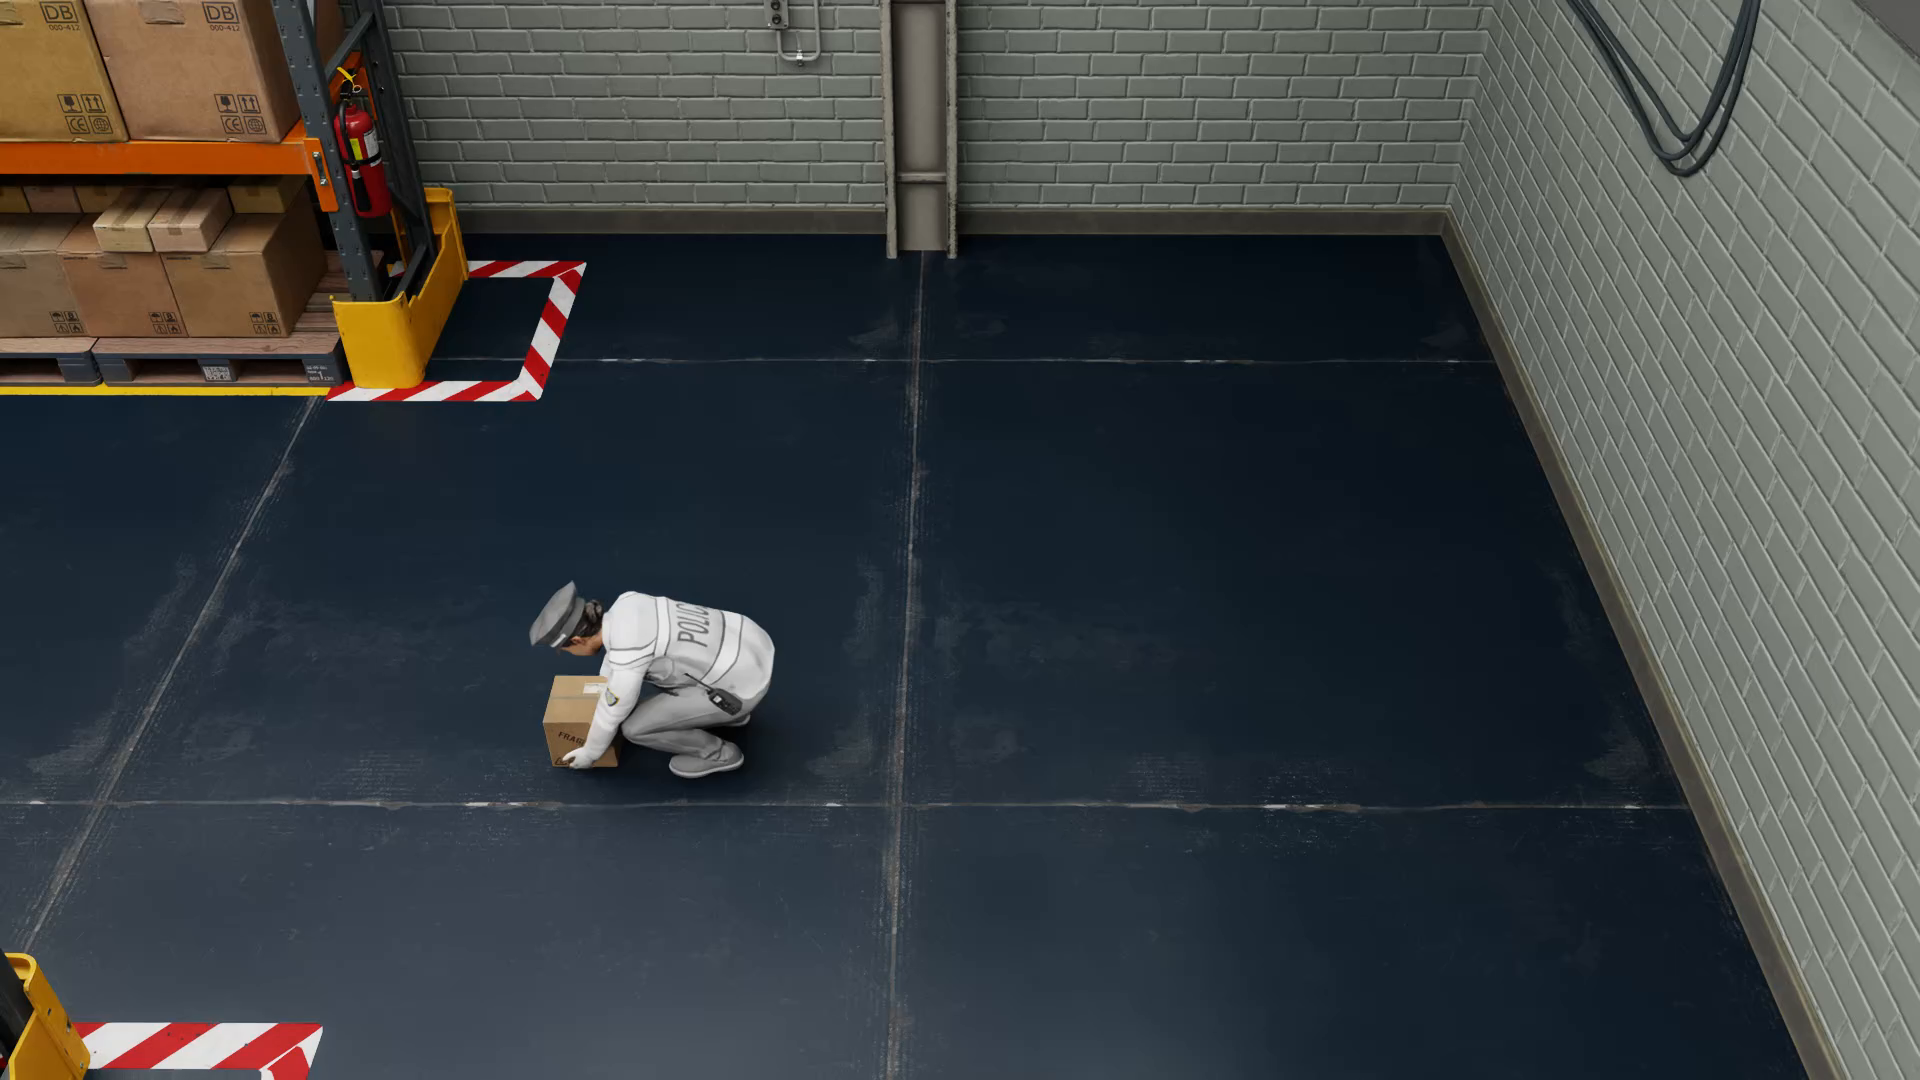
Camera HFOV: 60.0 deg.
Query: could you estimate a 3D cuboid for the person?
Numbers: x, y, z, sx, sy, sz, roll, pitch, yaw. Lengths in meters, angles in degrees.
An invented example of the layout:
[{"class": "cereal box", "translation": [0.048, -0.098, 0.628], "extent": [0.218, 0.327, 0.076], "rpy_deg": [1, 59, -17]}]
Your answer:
[{"class": "person", "translation": [-1.131, 0.489, 6.238], "extent": [0.863, 0.851, 0.478], "rpy_deg": [0, 40, 0]}]
